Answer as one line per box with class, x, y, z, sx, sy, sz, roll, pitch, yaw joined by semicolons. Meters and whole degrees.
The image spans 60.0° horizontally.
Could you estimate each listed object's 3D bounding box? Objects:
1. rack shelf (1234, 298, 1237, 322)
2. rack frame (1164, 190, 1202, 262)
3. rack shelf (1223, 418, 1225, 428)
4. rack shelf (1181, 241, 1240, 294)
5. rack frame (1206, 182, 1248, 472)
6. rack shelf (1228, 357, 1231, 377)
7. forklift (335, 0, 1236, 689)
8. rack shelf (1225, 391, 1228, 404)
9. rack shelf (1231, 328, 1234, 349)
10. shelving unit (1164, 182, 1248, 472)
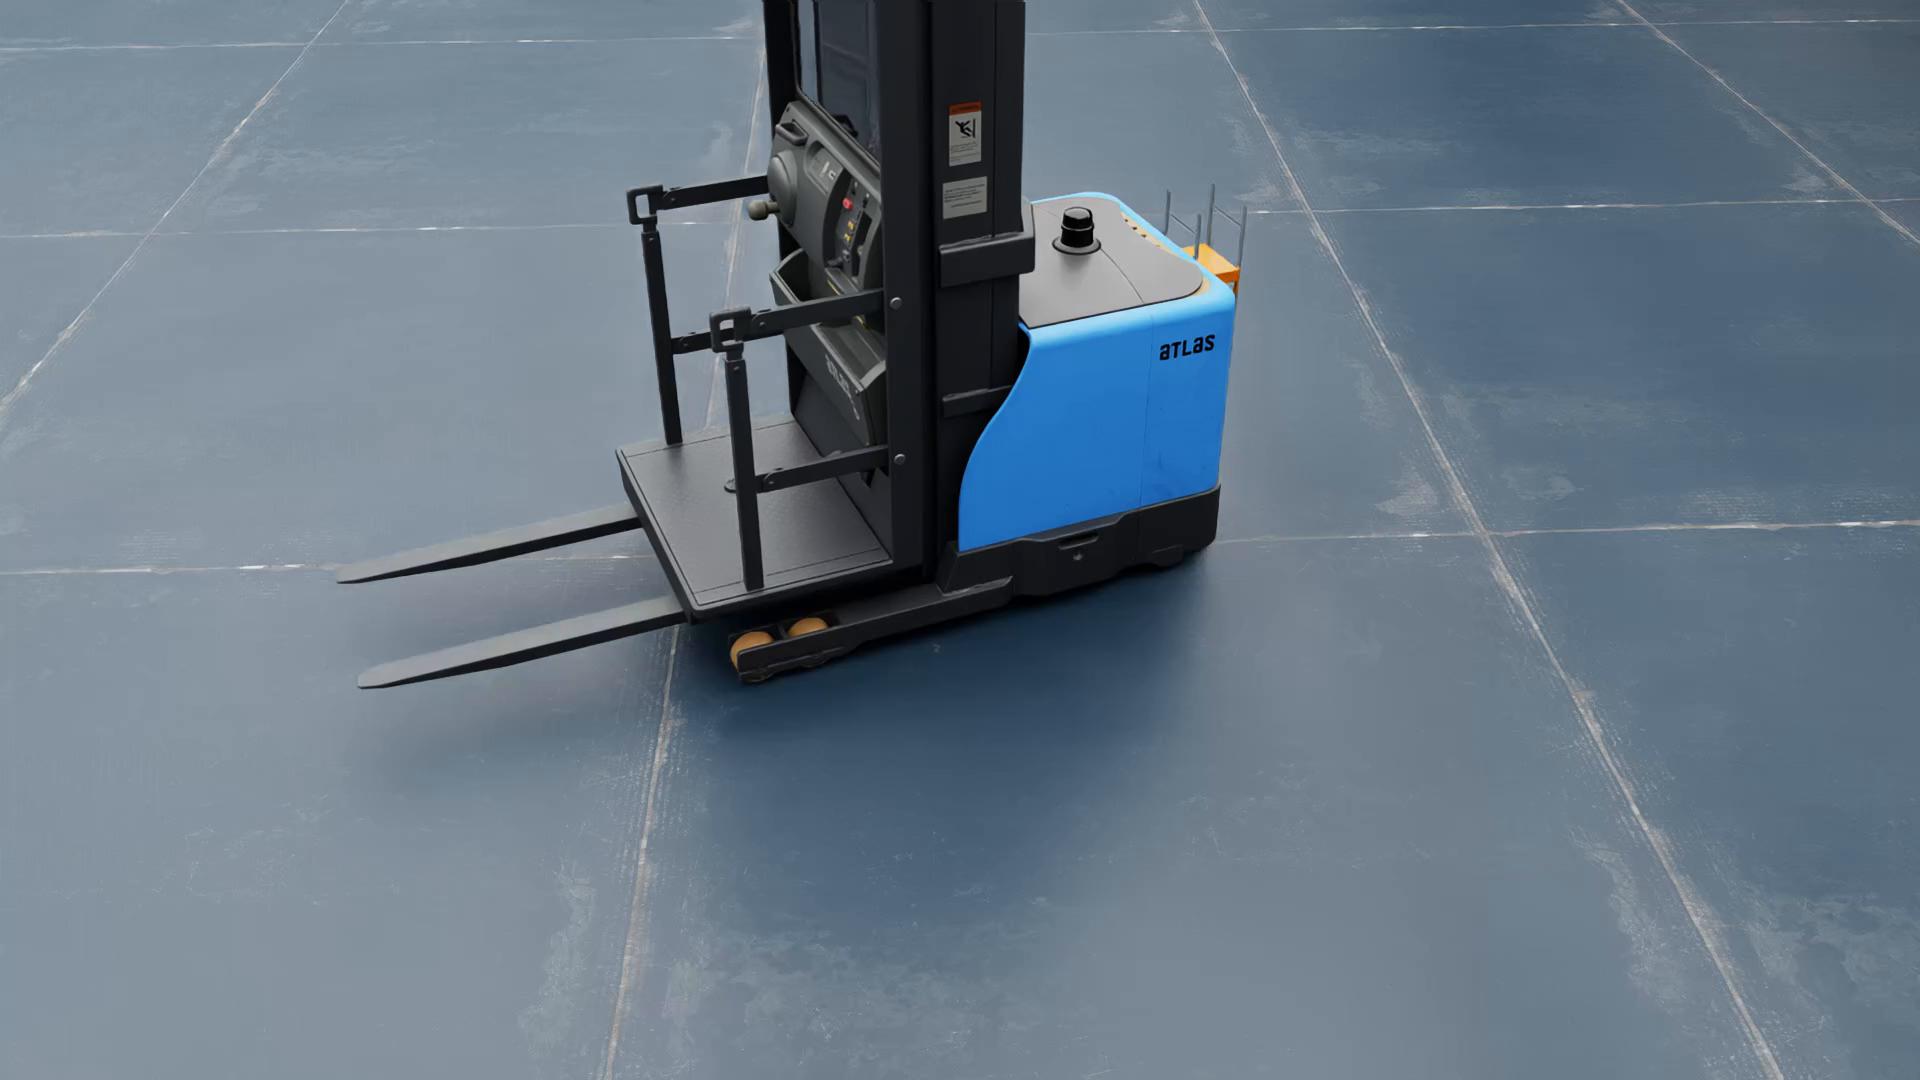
rack shelf;0.873;-0.878;6.120;0.180;0.103;0.258;-13;37;-19
rack frame;0.788;-0.697;6.201;0.006;1.200;0.240;-13;37;-19
rack shelf;0.870;-0.483;6.392;0.180;0.103;0.258;-13;37;-19
rack shelf;0.873;-0.977;6.052;0.180;0.103;0.258;-13;37;-19
rack frame;0.956;-0.737;6.261;0.006;1.200;0.240;-13;37;-19
rack shelf;0.872;-0.680;6.256;0.180;0.103;0.258;-13;37;-19
forklift;-0.619;-1.074;5.227;3.031;2.935;1.130;-14;37;-19
rack shelf;0.871;-0.582;6.324;0.180;0.103;0.258;-13;37;-19
rack shelf;0.872;-0.779;6.188;0.180;0.103;0.258;-13;37;-19
shelving unit;0.872;-0.717;6.231;0.189;1.200;0.258;-13;37;-19
